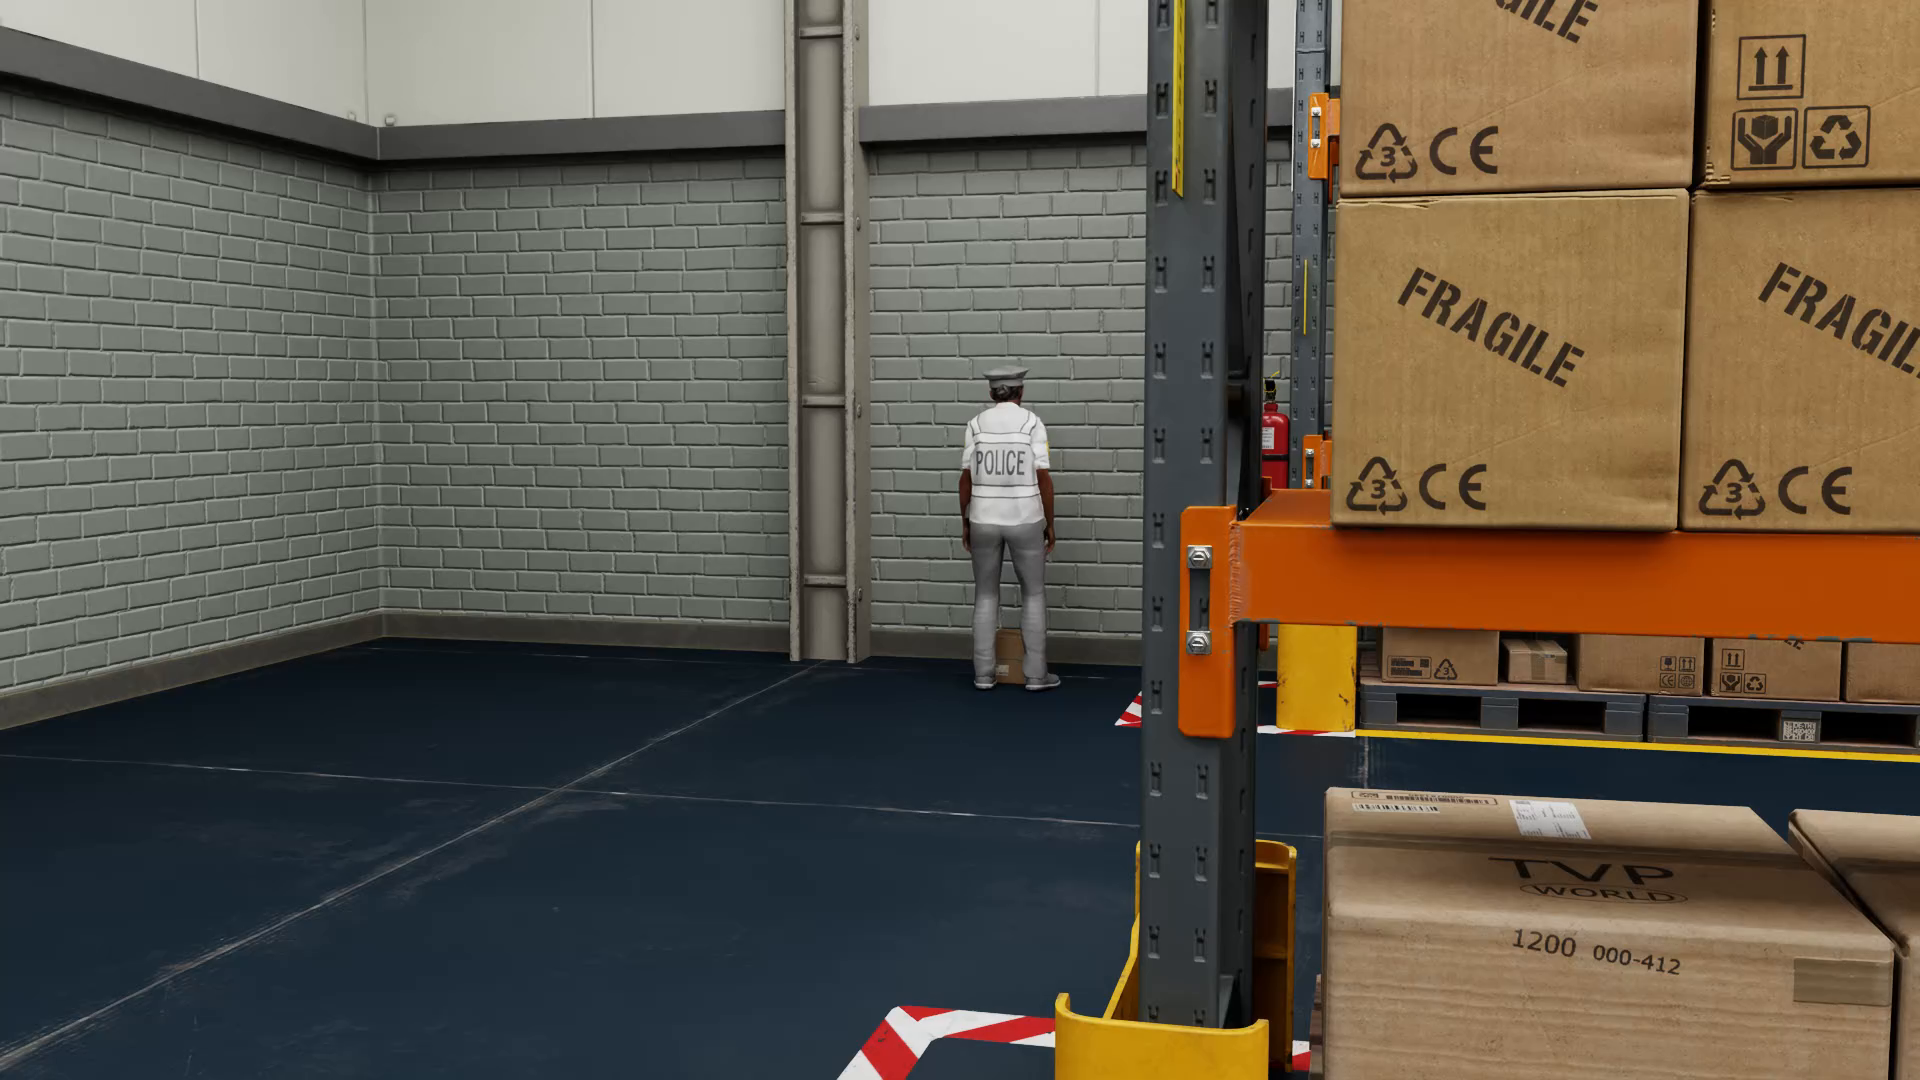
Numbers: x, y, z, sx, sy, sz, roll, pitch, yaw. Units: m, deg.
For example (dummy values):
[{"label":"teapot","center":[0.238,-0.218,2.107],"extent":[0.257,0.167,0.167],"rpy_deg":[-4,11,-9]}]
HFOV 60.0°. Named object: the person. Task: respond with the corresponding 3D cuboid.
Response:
[{"label":"person","center":[0.251,-0.063,8.516],"extent":[0.509,1.658,0.396],"rpy_deg":[1,5,13]}]
